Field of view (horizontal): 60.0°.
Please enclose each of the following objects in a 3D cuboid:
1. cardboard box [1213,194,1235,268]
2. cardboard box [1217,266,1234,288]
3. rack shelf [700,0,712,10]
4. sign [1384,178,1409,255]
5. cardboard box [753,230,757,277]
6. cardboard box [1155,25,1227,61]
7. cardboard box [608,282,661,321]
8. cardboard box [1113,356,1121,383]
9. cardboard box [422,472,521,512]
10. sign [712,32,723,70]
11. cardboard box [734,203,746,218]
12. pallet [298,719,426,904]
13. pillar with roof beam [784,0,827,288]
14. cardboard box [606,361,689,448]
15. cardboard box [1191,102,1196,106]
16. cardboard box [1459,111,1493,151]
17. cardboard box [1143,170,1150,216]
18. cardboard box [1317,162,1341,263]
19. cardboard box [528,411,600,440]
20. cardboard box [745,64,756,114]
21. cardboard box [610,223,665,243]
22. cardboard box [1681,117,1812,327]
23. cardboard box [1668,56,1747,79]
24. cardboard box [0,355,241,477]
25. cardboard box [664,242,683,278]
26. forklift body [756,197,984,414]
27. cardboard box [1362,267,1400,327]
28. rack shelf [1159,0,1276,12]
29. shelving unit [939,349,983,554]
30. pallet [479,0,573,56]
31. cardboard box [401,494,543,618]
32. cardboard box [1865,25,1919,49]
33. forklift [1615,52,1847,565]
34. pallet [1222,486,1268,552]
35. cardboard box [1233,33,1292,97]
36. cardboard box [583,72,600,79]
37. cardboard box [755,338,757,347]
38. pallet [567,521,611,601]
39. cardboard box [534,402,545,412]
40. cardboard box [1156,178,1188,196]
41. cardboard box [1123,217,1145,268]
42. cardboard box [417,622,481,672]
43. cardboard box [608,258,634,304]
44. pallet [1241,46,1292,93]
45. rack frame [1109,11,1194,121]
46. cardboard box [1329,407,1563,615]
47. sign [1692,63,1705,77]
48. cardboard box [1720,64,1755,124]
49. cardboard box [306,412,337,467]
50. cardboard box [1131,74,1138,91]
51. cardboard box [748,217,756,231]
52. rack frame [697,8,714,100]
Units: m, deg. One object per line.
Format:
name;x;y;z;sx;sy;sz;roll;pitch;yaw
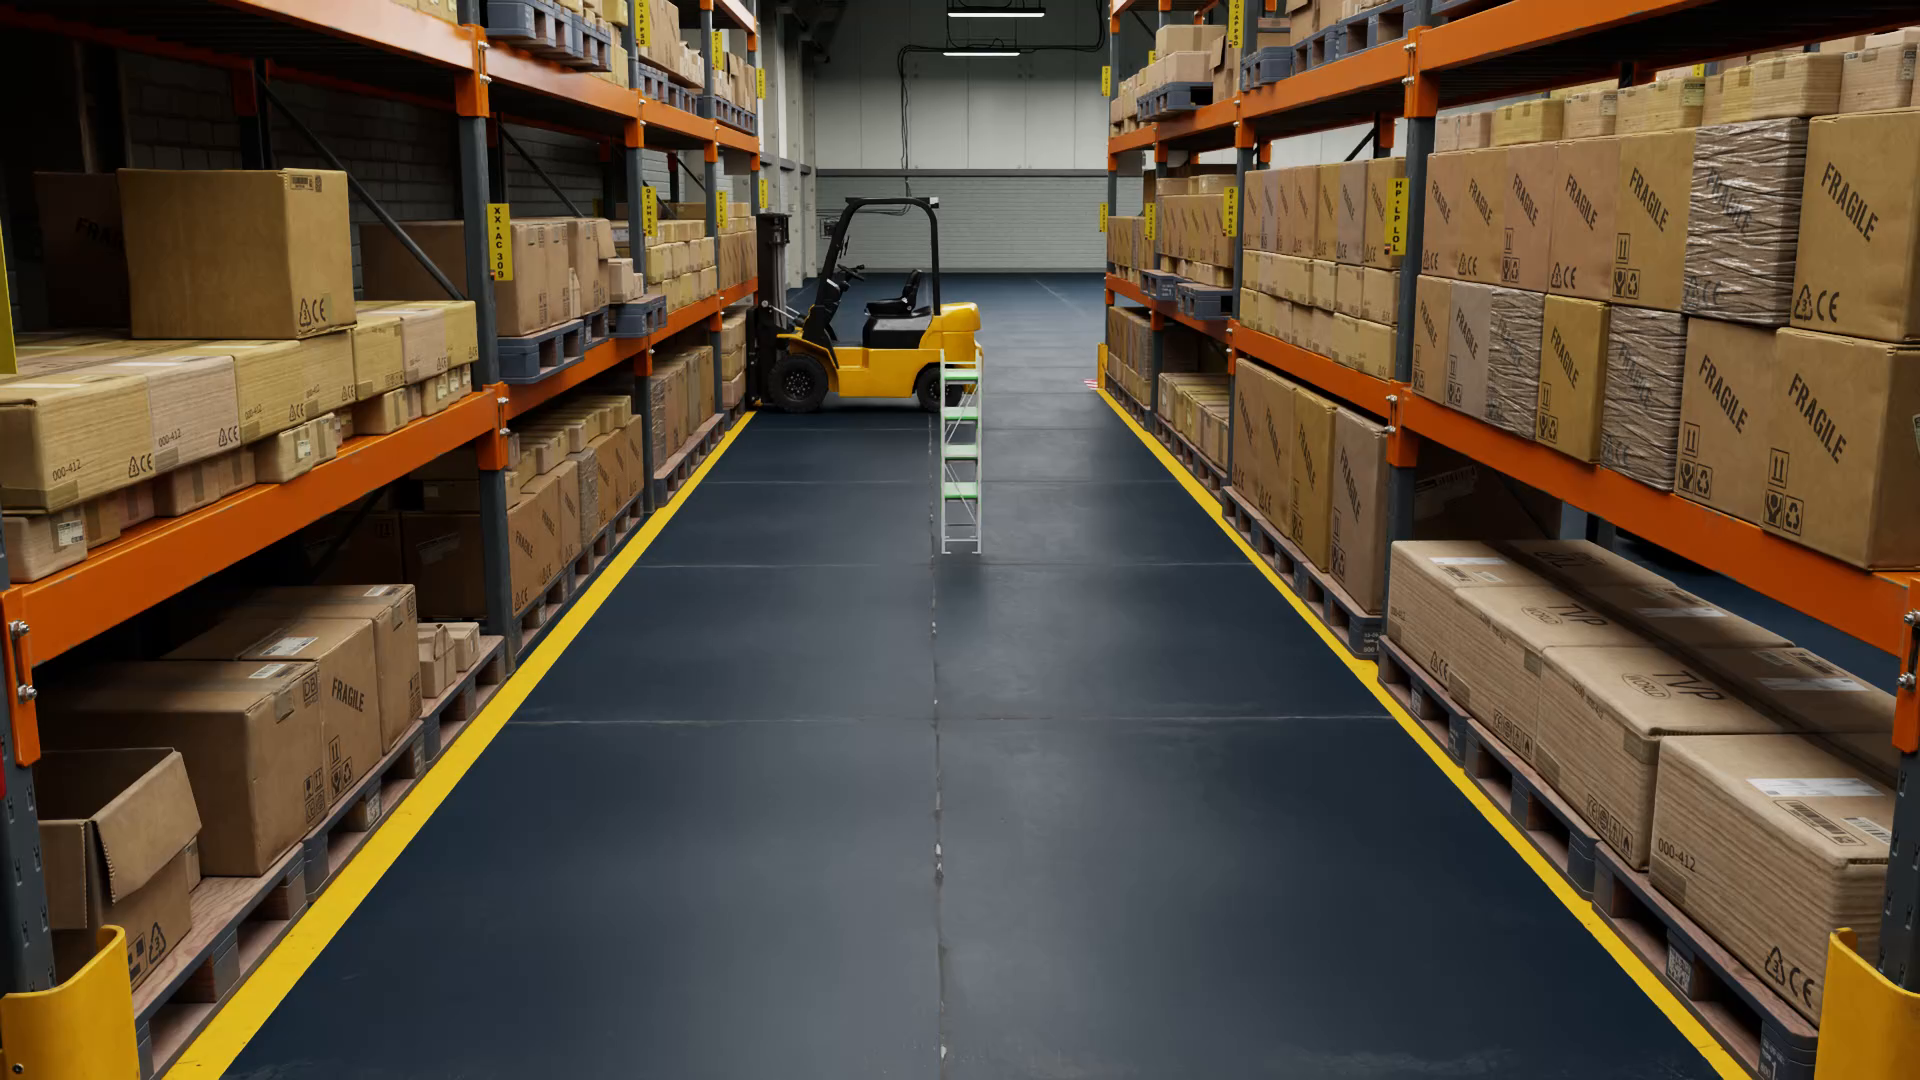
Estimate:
cardboard box;2.067;-2.160;11.607;0.500;0.500;0.500;-1;11;-3
cardboard box;2.034;-1.870;11.809;0.380;0.149;0.250;0;11;0
rack shelf;-2.650;-4.438;12.619;1.077;0.370;4.000;0;11;-1
sign;1.894;-1.400;7.201;0.100;0.325;0.005;0;11;-1
cardboard box;-2.501;-3.192;18.496;0.500;0.500;0.500;0;11;-2
cardboard box;1.903;-4.096;13.724;0.500;0.250;0.500;0;11;-2
cardboard box;-2.373;-1.665;11.599;0.500;0.250;0.500;0;11;-1
cardboard box;1.932;-1.856;18.022;0.500;0.250;0.500;0;11;1
cardboard box;-2.267;-0.225;7.724;0.380;0.149;0.250;0;11;2
sign;-2.149;-4.326;14.703;0.100;0.325;0.005;0;11;-1
cardboard box;-2.429;-3.429;17.284;0.380;0.149;0.250;0;11;0
pallet;-2.485;0.892;5.631;1.003;0.211;1.213;0;11;-1
pillar with roof beam;0.147;-10.826;41.289;9.100;9.000;0.548;0;11;-1
cardboard box;-2.643;-1.079;13.250;0.875;0.625;0.625;-1;11;-4
cardboard box;1.993;-4.095;15.284;0.500;0.250;0.500;0;11;-2
cardboard box;2.205;-1.617;6.590;0.380;0.149;0.250;0;11;0
cardboard box;2.417;-3.845;18.452;0.700;0.500;0.500;-1;11;-3
cardboard box;2.167;-1.706;8.656;0.500;0.500;0.500;0;11;1
cardboard box;-2.387;-0.691;10.022;0.380;0.149;0.250;0;11;1
cardboard box;-2.521;-4.926;18.194;0.500;0.500;0.500;0;11;1
cardboard box;-2.412;-2.287;12.402;0.380;0.149;0.250;0;11;-1
cardboard box;2.231;-0.818;4.279;0.500;0.500;0.500;0;11;-1
cardboard box;6.951;-4.400;15.479;0.500;0.250;0.500;0;11;-2
cardboard box;-2.194;-0.323;4.235;0.500;0.250;0.500;0;11;-1
cardboard box;-2.376;-2.114;12.553;0.500;0.250;0.500;-1;11;-3
forklift body;-0.911;-2.454;17.246;2.313;2.155;1.214;0;11;-1
cardboard box;2.184;-1.133;7.721;0.500;0.250;0.500;0;11;-1
rack shelf;2.313;-4.459;12.723;1.077;0.370;4.000;0;11;-1
shelving unit;0.003;-0.555;10.278;0.258;1.200;0.503;0;11;-1
pallet;-2.469;-2.362;7.586;1.213;0.211;1.003;0;11;-1
cardboard box;-2.311;0.068;7.910;0.500;0.500;0.500;0;11;1
cardboard box;6.979;-3.599;12.125;0.500;0.311;0.500;0;11;-1
forklift;5.634;-1.362;9.901;3.031;2.935;1.130;-2;12;-9
pallet;2.295;-0.147;10.752;1.003;0.211;1.213;0;11;-1
cardboard box;2.344;-3.378;11.869;0.700;0.500;0.500;0;11;-1
cardboard box;-2.334;-2.745;9.380;0.500;0.250;0.500;0;11;-1
cardboard box;-2.420;-2.045;17.697;0.500;0.250;0.500;0;11;-2
pallet;-2.609;0.108;9.497;1.003;0.211;1.213;0;11;-1
cardboard box;-2.909;-0.843;10.769;0.380;0.149;0.250;0;11;2
cardboard box;1.927;-3.089;14.554;0.380;0.149;0.250;0;11;-1
cardboard box;1.965;-3.055;17.073;0.500;0.500;0.500;0;11;-2
cardboard box;-2.221;0.447;6.927;0.380;0.149;0.250;-1;11;-3
cardboard box;-2.263;-1.573;10.090;0.500;0.250;0.500;-1;11;-4
pallet;2.420;-2.920;10.339;1.213;0.211;1.003;0;11;1
rack frame;2.189;-6.201;18.491;1.000;3.000;0.127;0;11;-1
cardboard box;2.344;-0.163;8.104;0.875;0.875;0.875;0;11;1
sign;6.663;-4.266;14.997;0.100;0.325;0.005;0;11;-1
cardboard box;2.229;-1.159;4.331;0.380;0.149;0.250;0;11;0
cardboard box;-2.179;-0.311;5.179;0.380;0.149;0.250;0;11;0
cardboard box;1.919;-4.573;16.639;0.380;0.149;0.250;0;11;0
cardboard box;-2.452;-3.488;18.325;0.380;0.149;0.250;0;11;0
rack frame;-2.691;-5.384;14.467;1.000;3.000;0.127;0;11;-1
